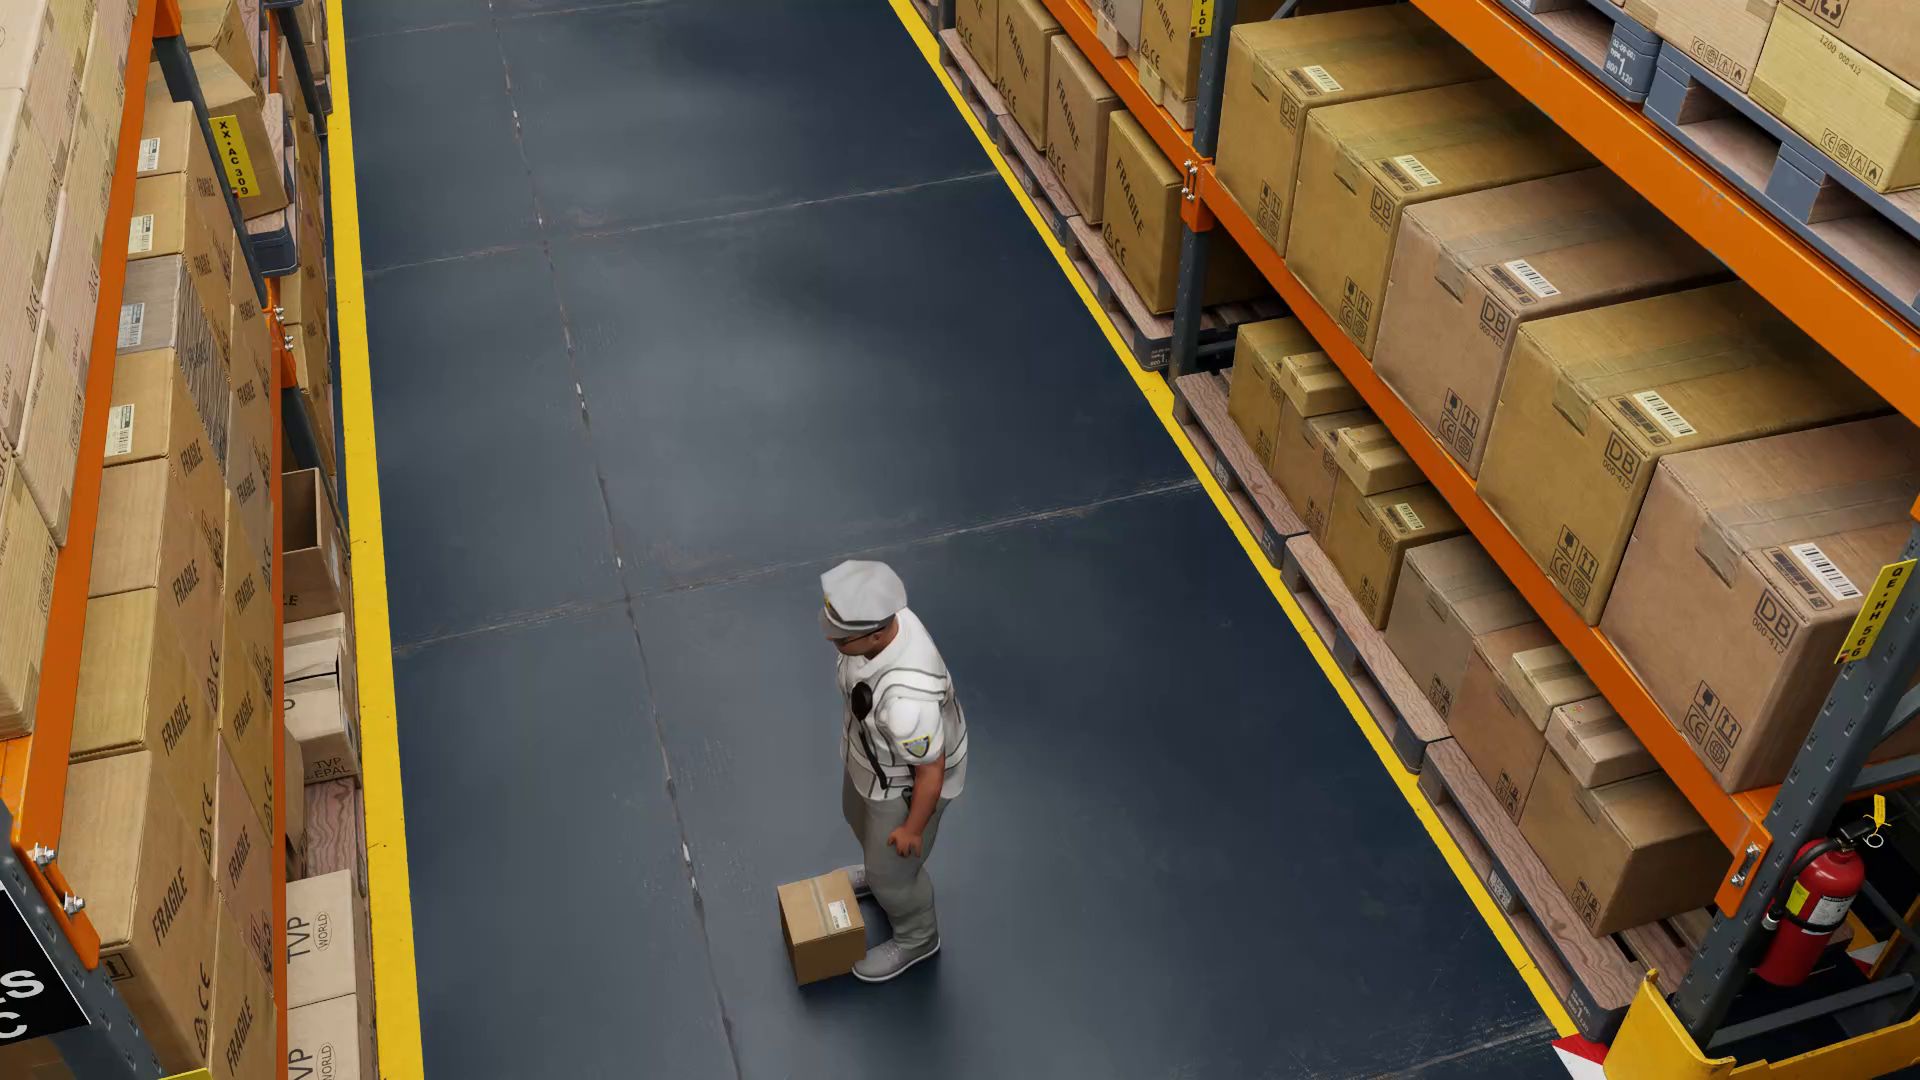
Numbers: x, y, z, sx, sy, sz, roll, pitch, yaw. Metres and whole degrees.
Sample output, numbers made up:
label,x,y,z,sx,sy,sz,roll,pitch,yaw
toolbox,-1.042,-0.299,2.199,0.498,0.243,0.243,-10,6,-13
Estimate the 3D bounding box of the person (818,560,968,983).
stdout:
label,x,y,z,sx,sy,sz,roll,pitch,yaw
person,-0.214,0.729,5.344,0.438,1.747,0.596,-14,44,-15
